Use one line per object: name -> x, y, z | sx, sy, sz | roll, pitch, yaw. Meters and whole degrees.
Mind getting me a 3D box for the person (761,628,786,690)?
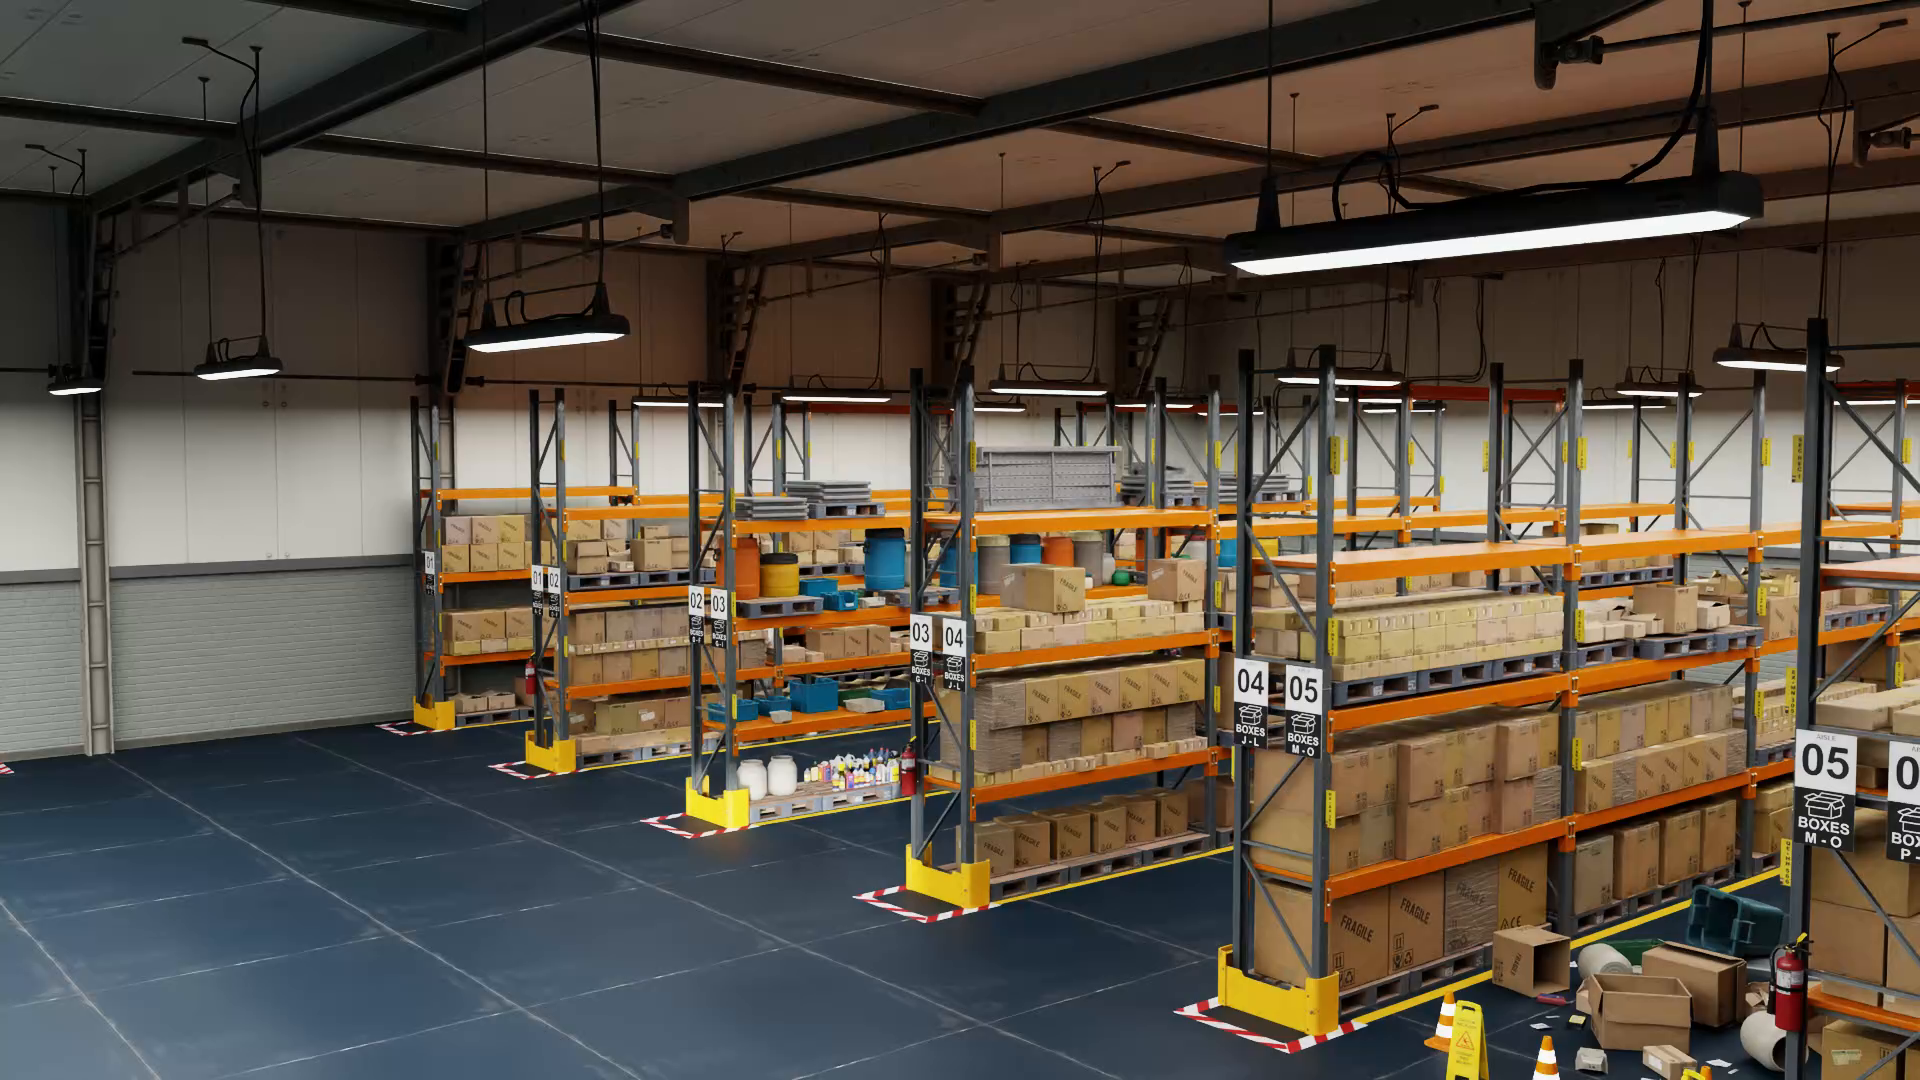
person -> -3.710, 2.315, 33.177 | 0.461, 1.776, 0.560 | 0, 3, 0
